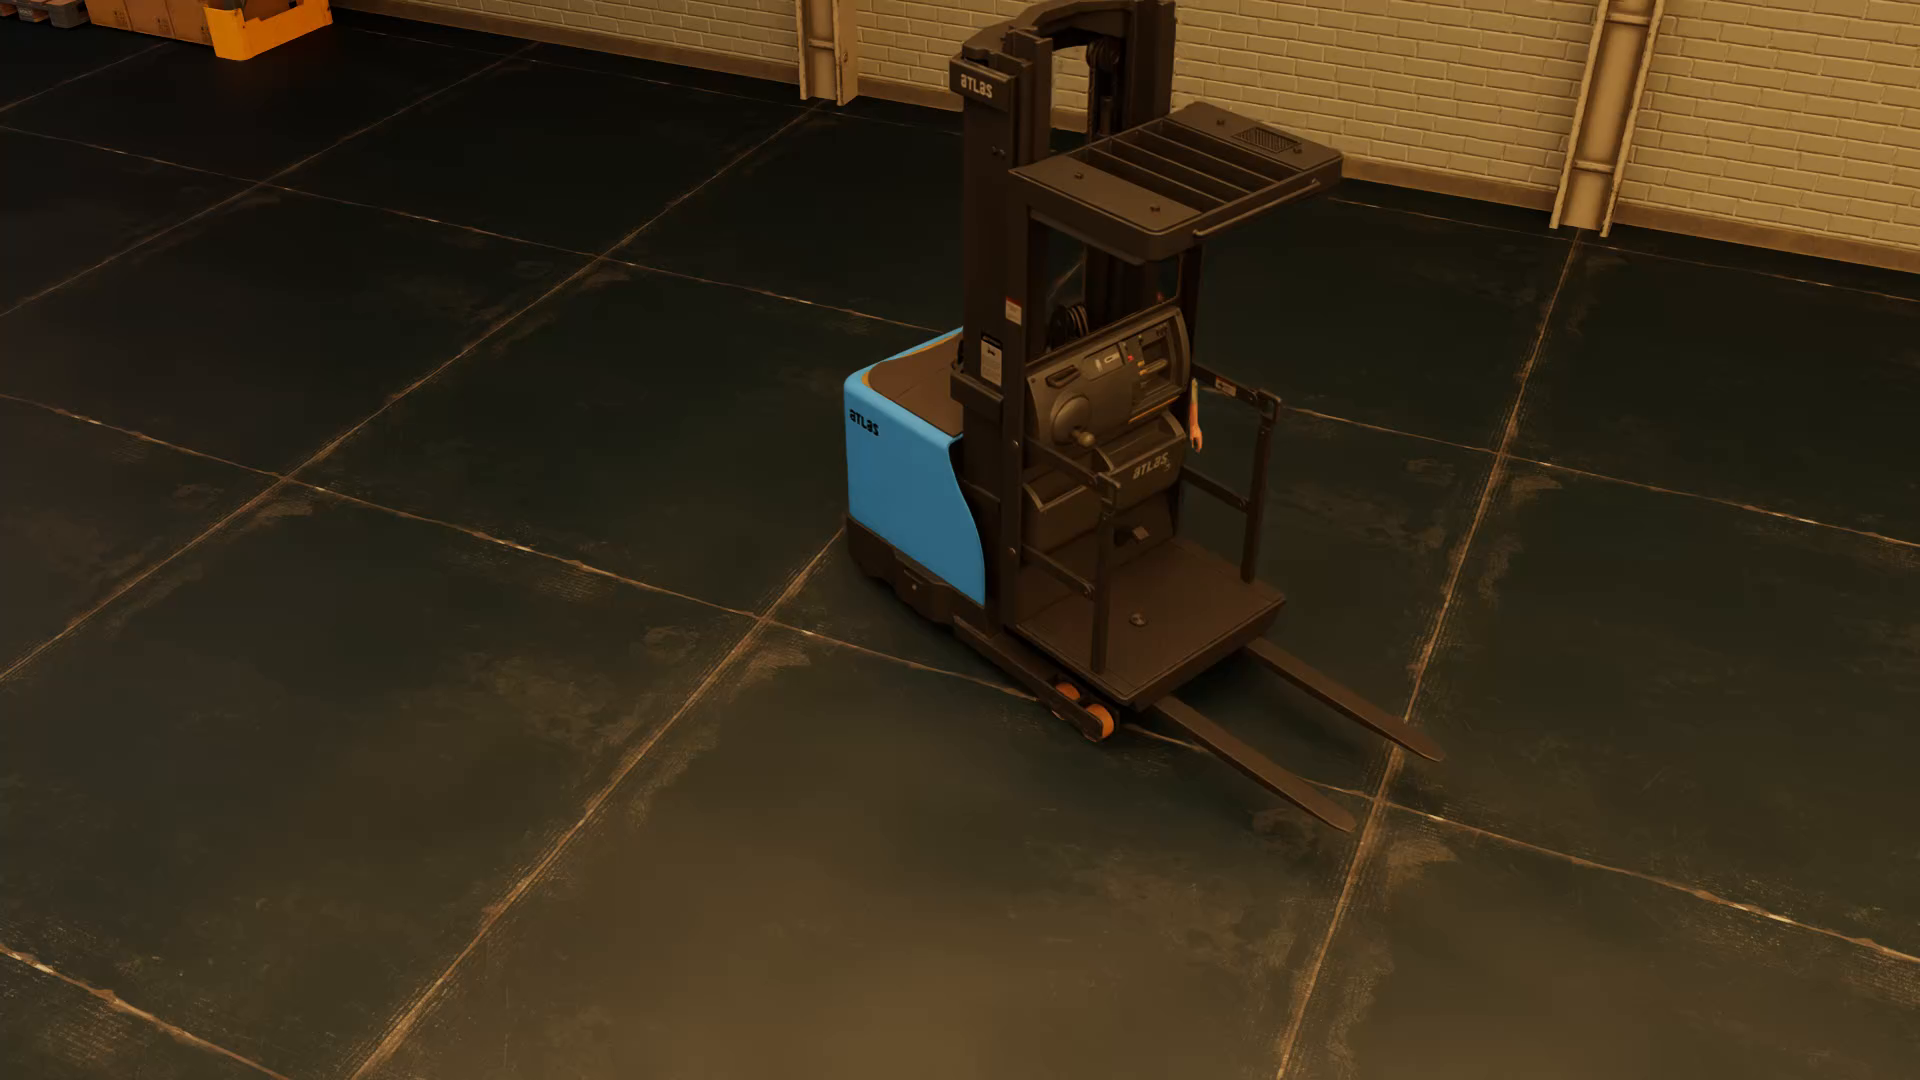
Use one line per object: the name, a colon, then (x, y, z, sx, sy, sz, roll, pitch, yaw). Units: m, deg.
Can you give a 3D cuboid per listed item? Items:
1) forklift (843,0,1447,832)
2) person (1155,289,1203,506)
forklift: (0.787, -0.637, 6.980, 1.130, 2.935, 3.031, -27, 44, -33)
person: (0.871, -0.442, 7.904, 0.654, 1.494, 0.655, -7, 36, -10)
